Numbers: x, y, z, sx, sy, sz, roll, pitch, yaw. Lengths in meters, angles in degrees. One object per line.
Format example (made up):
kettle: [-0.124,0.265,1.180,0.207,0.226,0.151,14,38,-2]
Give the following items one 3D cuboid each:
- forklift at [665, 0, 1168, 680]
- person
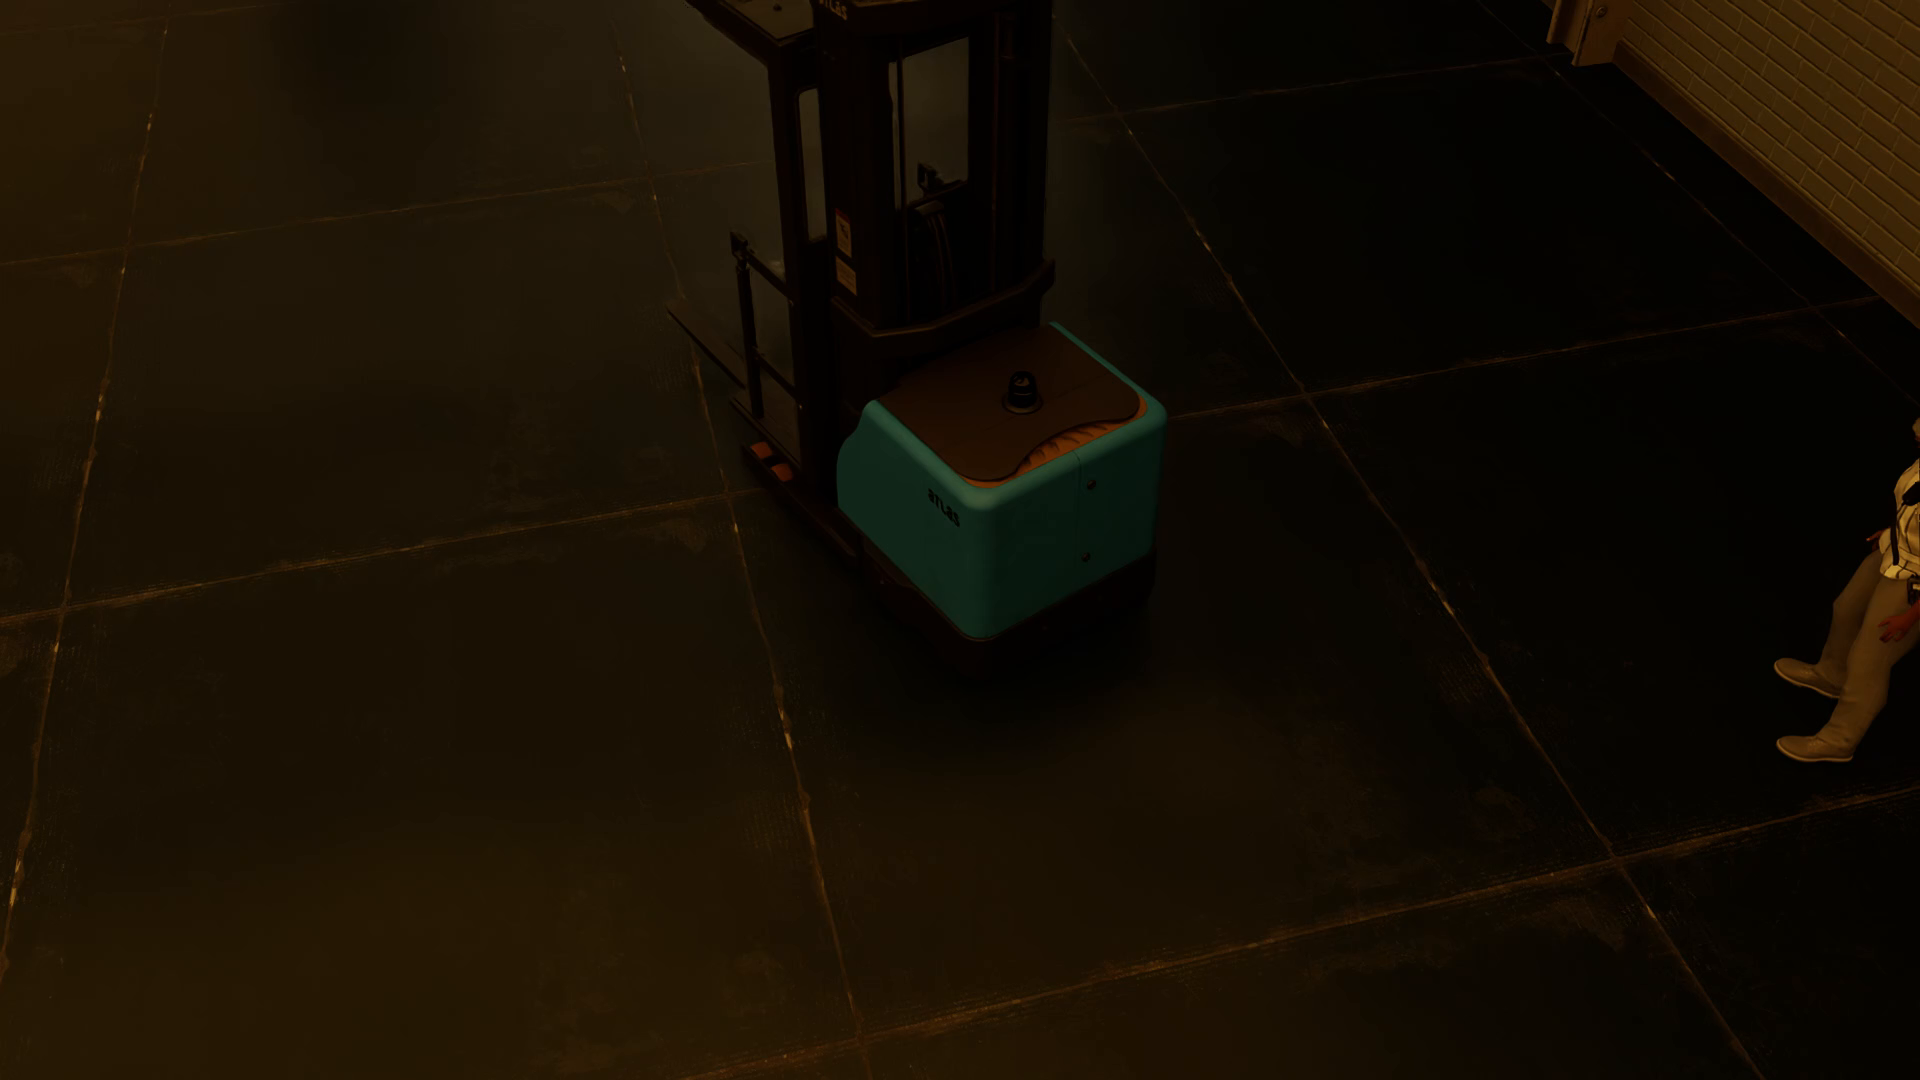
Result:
forklift: [-0.401,-1.446,7.175,1.130,2.935,3.031,-26,49,-25]
person: [3.629,0.144,6.425,0.407,1.661,0.594,15,45,15]
